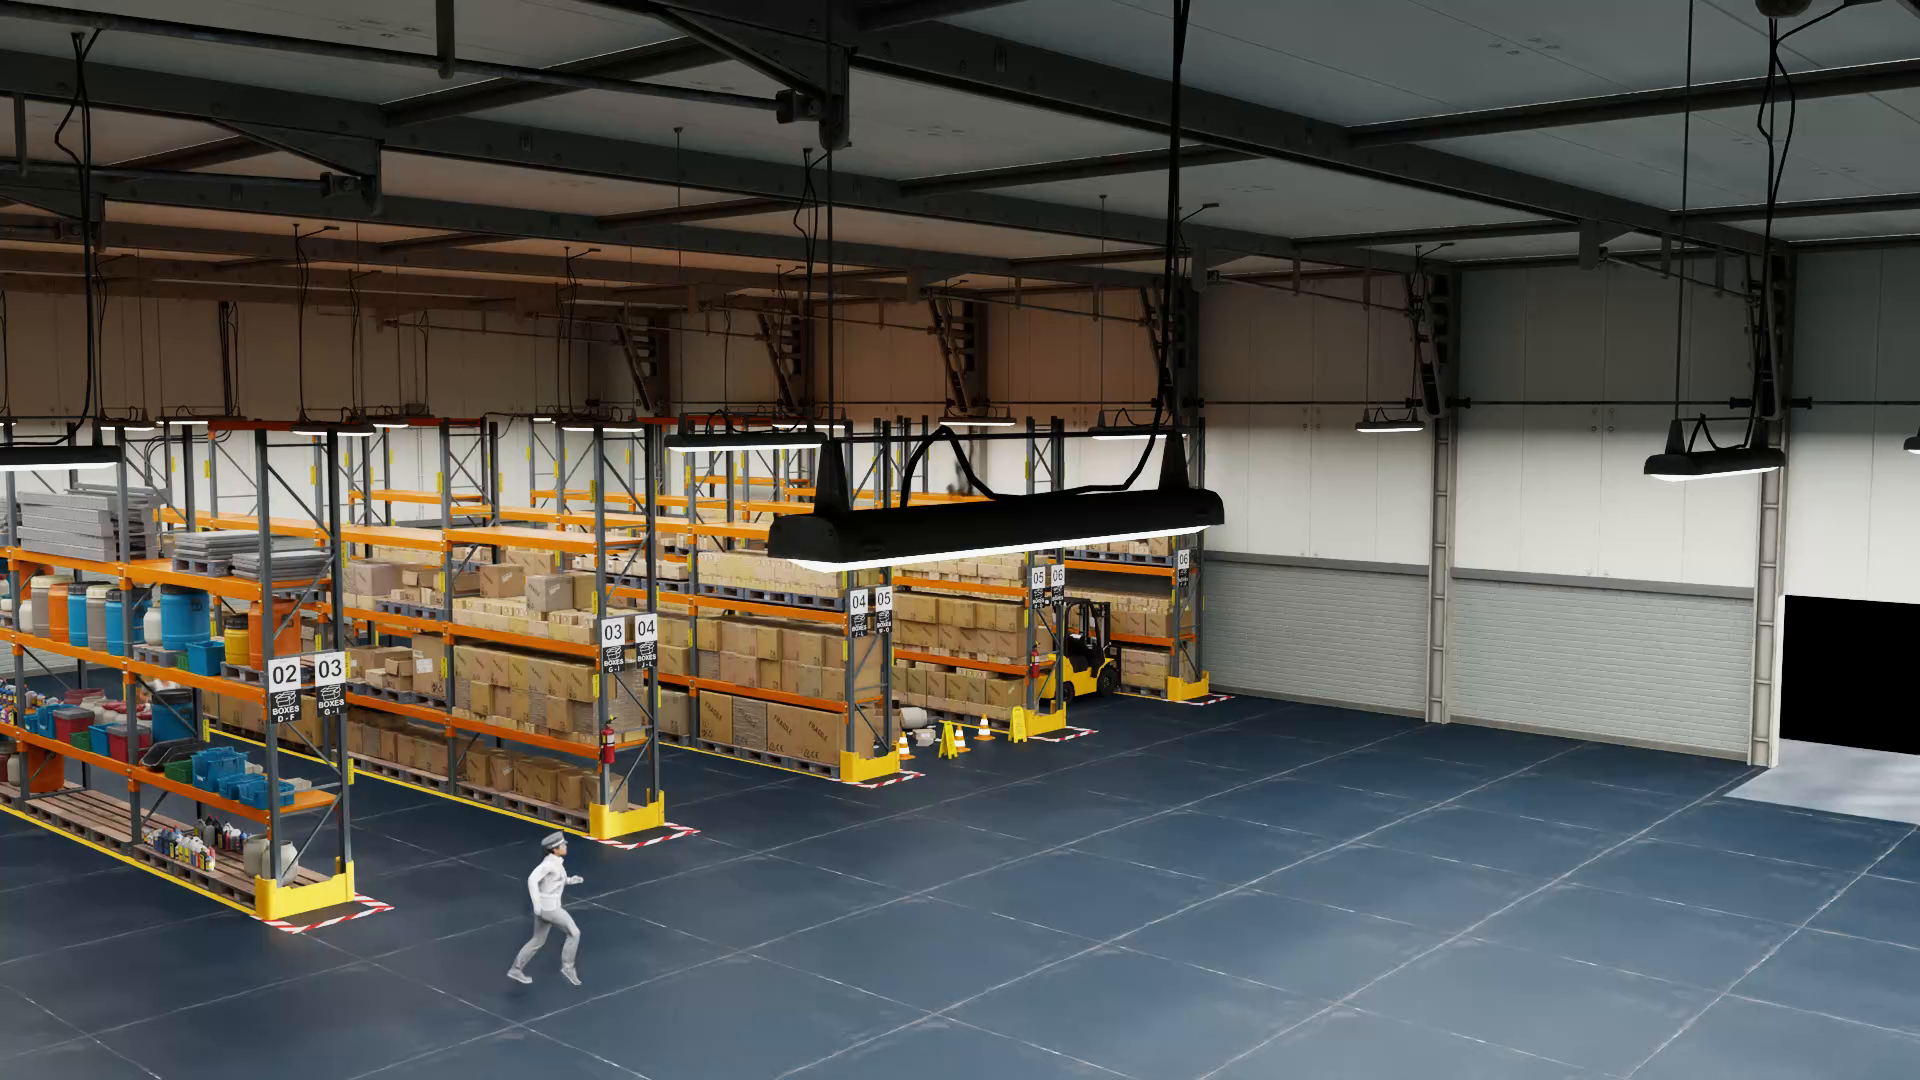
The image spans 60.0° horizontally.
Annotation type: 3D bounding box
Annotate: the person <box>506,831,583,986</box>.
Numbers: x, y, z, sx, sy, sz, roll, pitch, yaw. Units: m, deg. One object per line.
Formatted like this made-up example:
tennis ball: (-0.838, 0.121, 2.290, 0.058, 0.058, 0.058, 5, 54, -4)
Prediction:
person: (-4.470, 4.007, 17.932, 0.815, 1.727, 0.636, -1, 5, -17)

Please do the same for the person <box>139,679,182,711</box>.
person: (-13.738, 3.032, 28.746, 0.983, 1.805, 0.652, 4, 6, 37)
